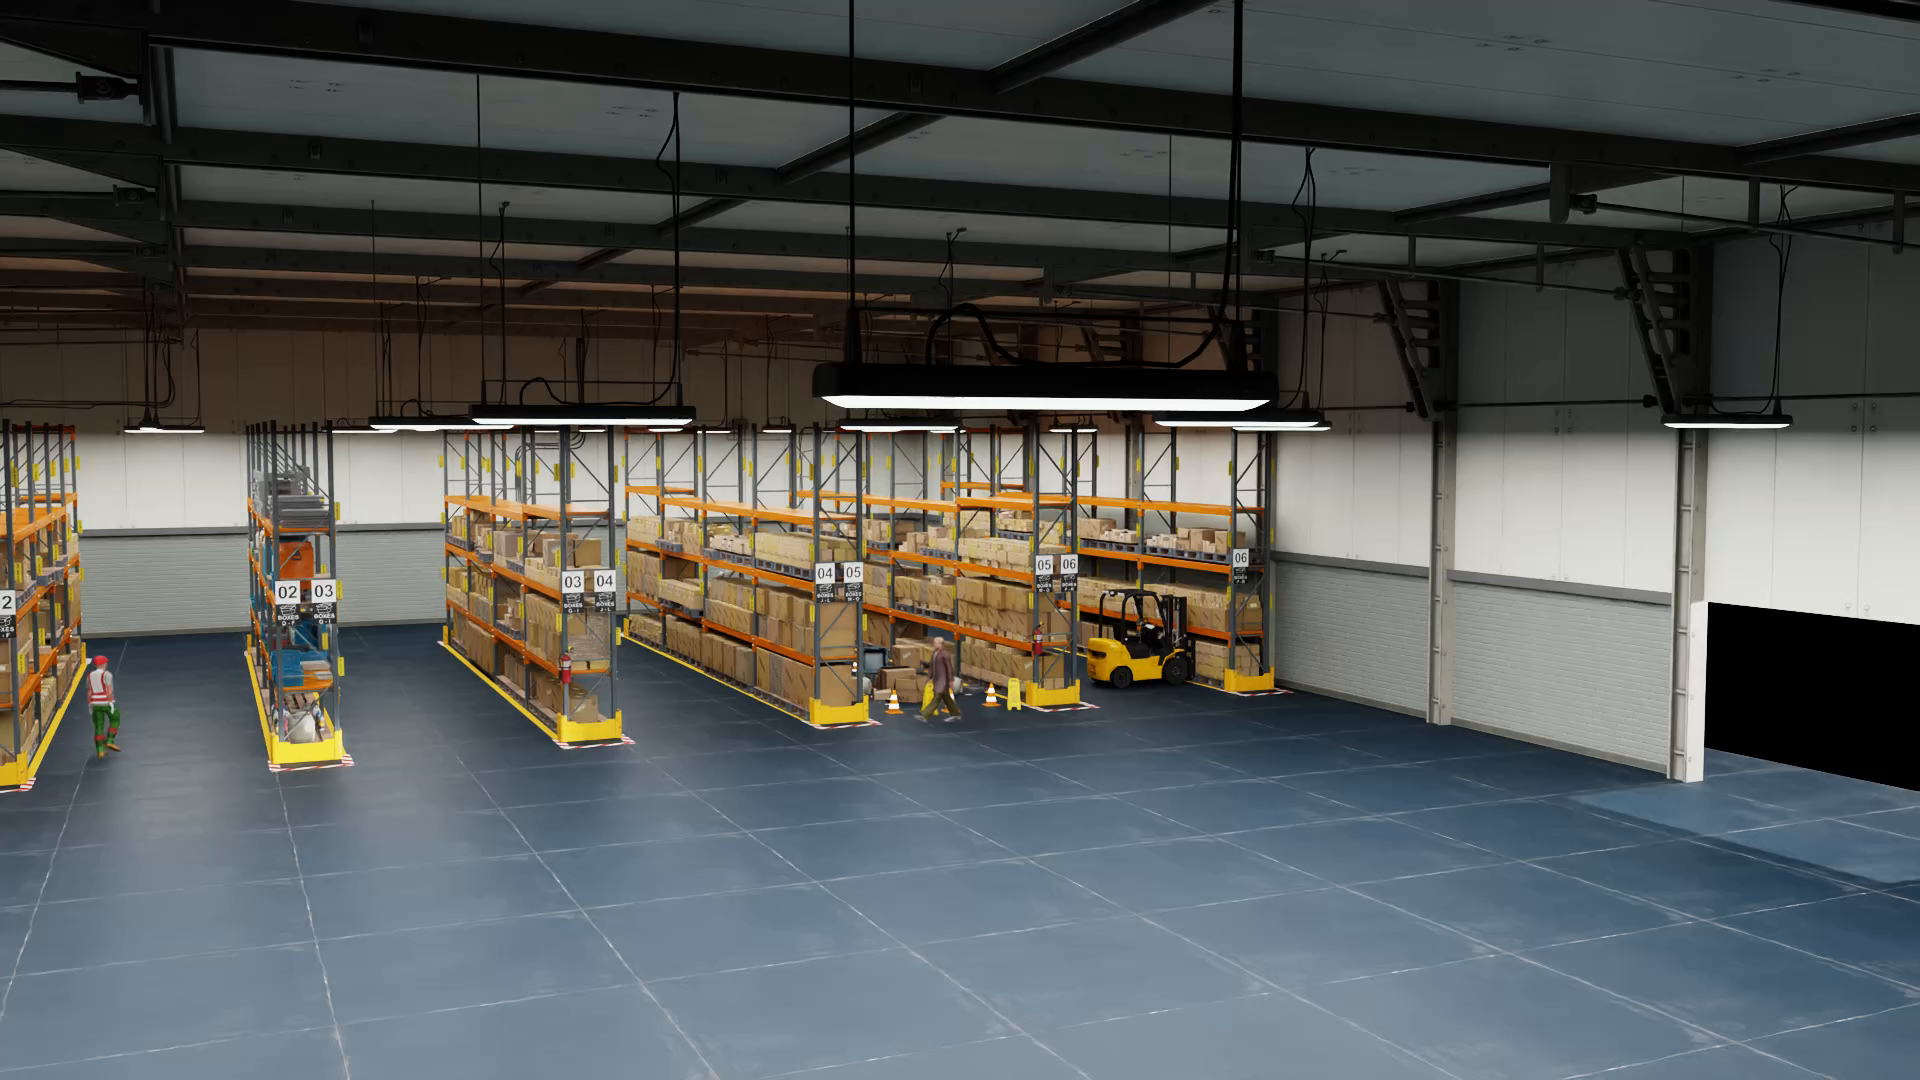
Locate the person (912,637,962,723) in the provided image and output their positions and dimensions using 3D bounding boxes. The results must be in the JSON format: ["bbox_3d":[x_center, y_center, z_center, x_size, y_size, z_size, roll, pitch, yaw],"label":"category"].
[{"bbox_3d":[-0.480,2.779,32.983,1.135,1.721,0.610,-1,4,-21],"label":"person"}]

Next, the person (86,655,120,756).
[{"bbox_3d":[-15.393,2.955,29.822,0.542,1.768,0.495,-1,4,-10],"label":"person"}]

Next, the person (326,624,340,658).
[{"bbox_3d":[-16.093,2.190,42.342,0.534,1.727,1.144,-2,4,-34],"label":"person"}]

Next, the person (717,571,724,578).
[{"bbox_3d":[-7.263,1.748,50.689,0.492,1.627,0.992,3,4,37],"label":"person"}]
